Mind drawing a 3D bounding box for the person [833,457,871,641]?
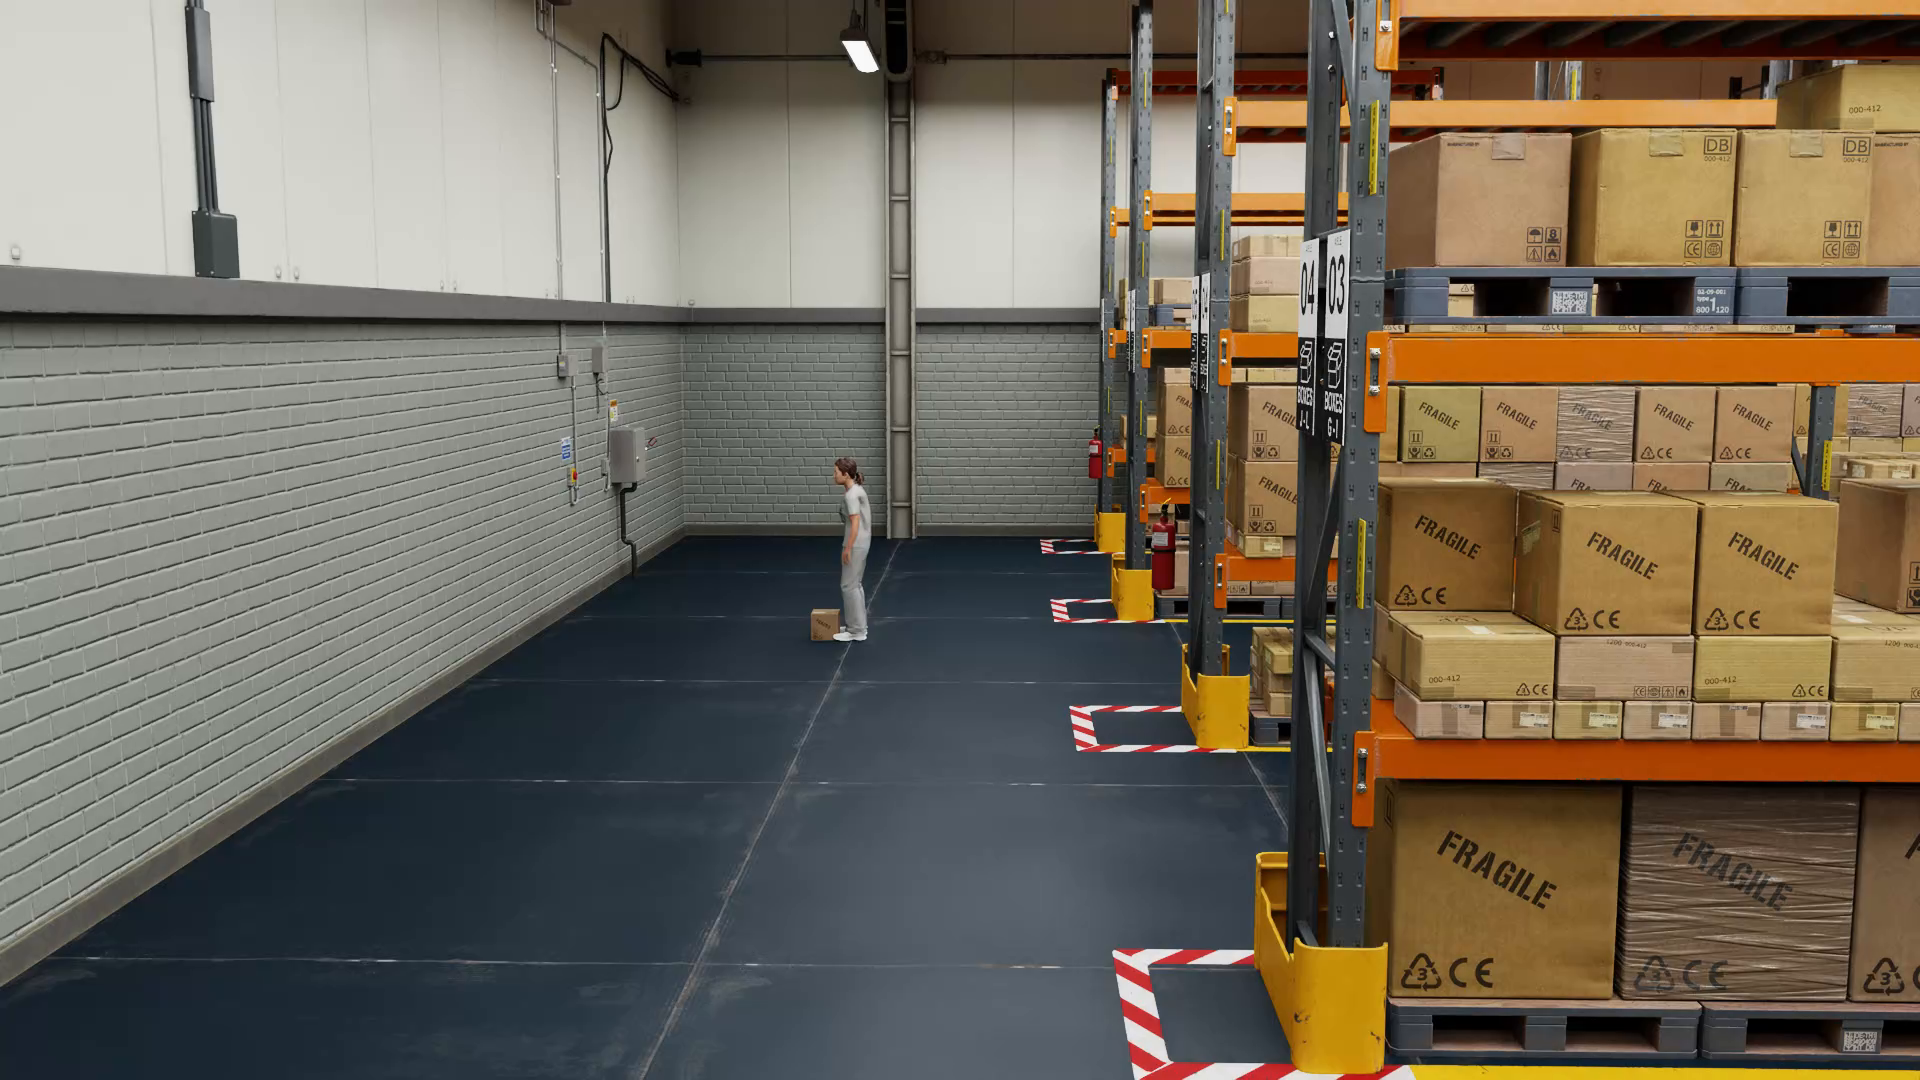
[{"bbox_3d":[-0.988,0.076,15.197,0.353,1.670,0.511,0,7,-1],"label":"person"}]
